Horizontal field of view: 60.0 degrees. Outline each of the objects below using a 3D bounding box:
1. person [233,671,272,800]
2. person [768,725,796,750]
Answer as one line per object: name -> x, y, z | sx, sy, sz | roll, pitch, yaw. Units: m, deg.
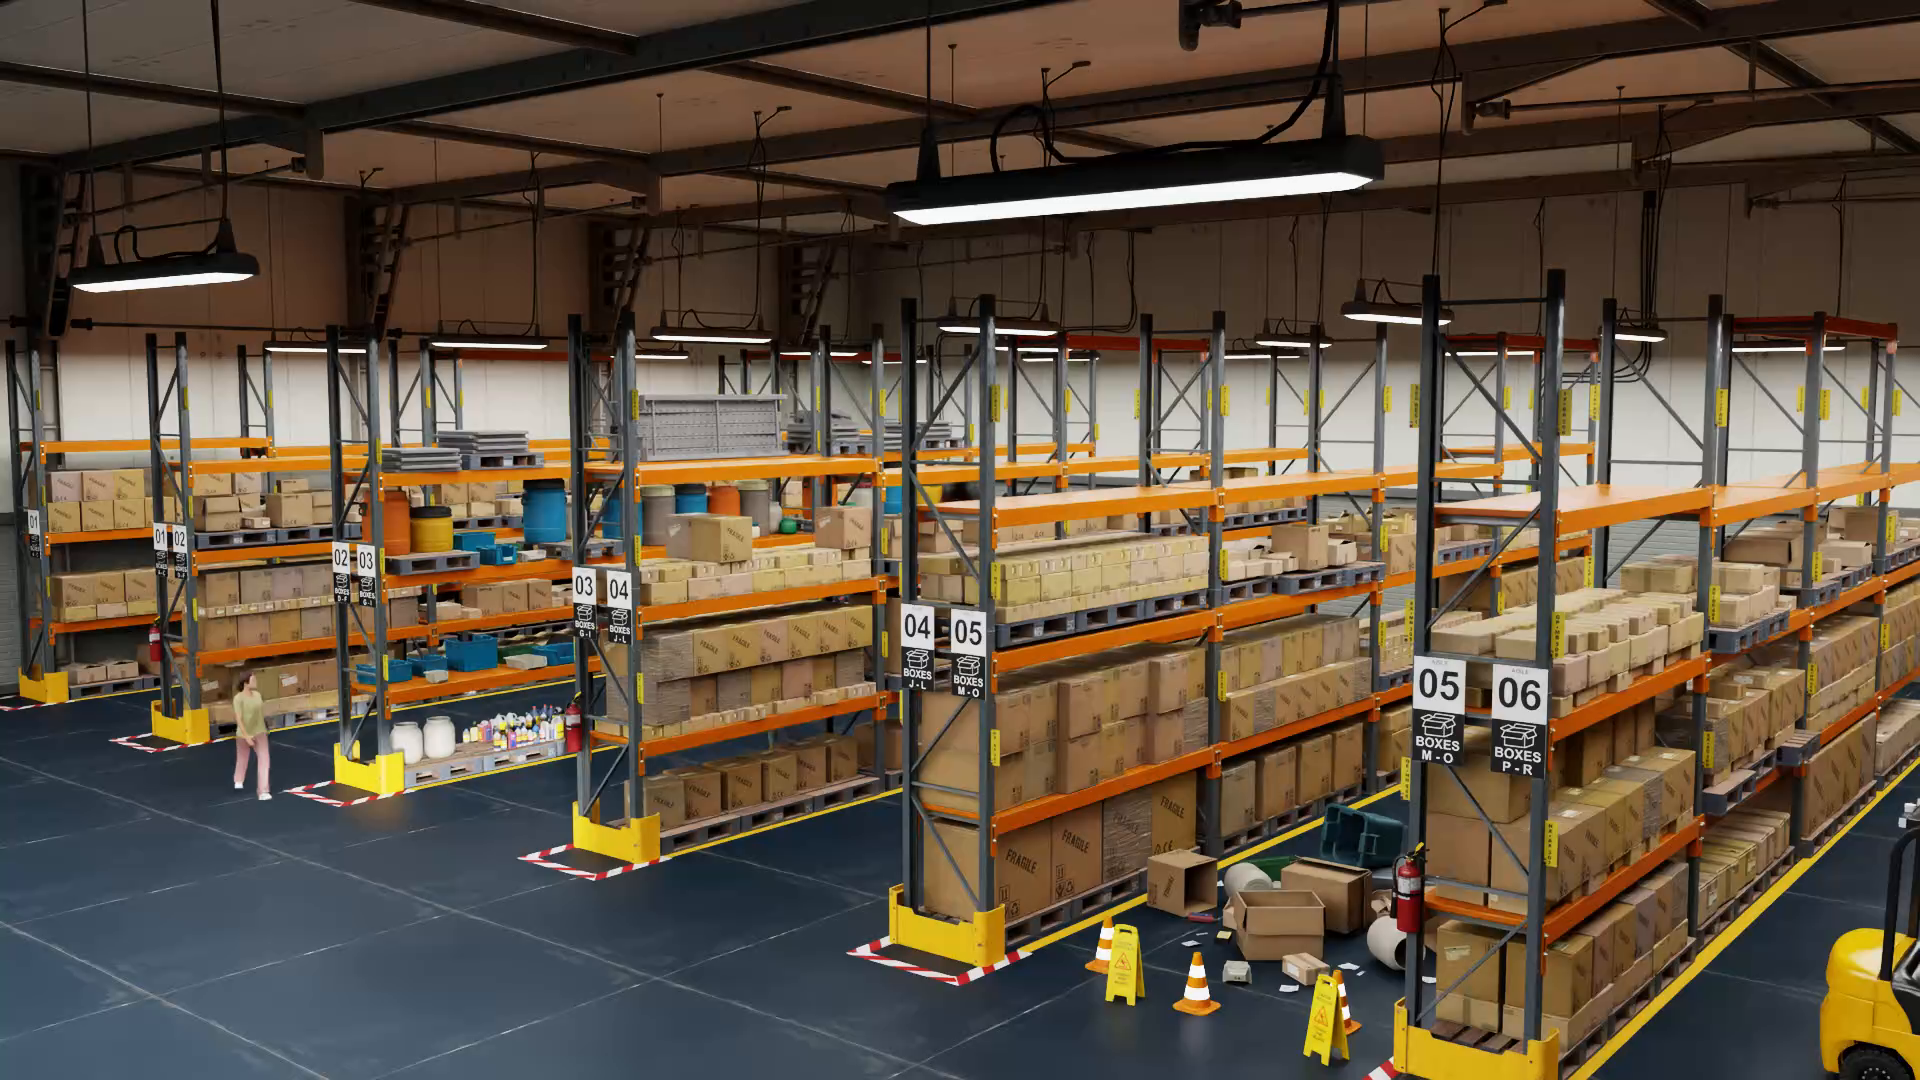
person -> -9.012, 2.464, 21.111 | 0.405, 1.616, 1.032 | -4, 6, -34
person -> -2.451, 2.027, 22.606 | 0.601, 1.771, 0.463 | -4, 6, -37
